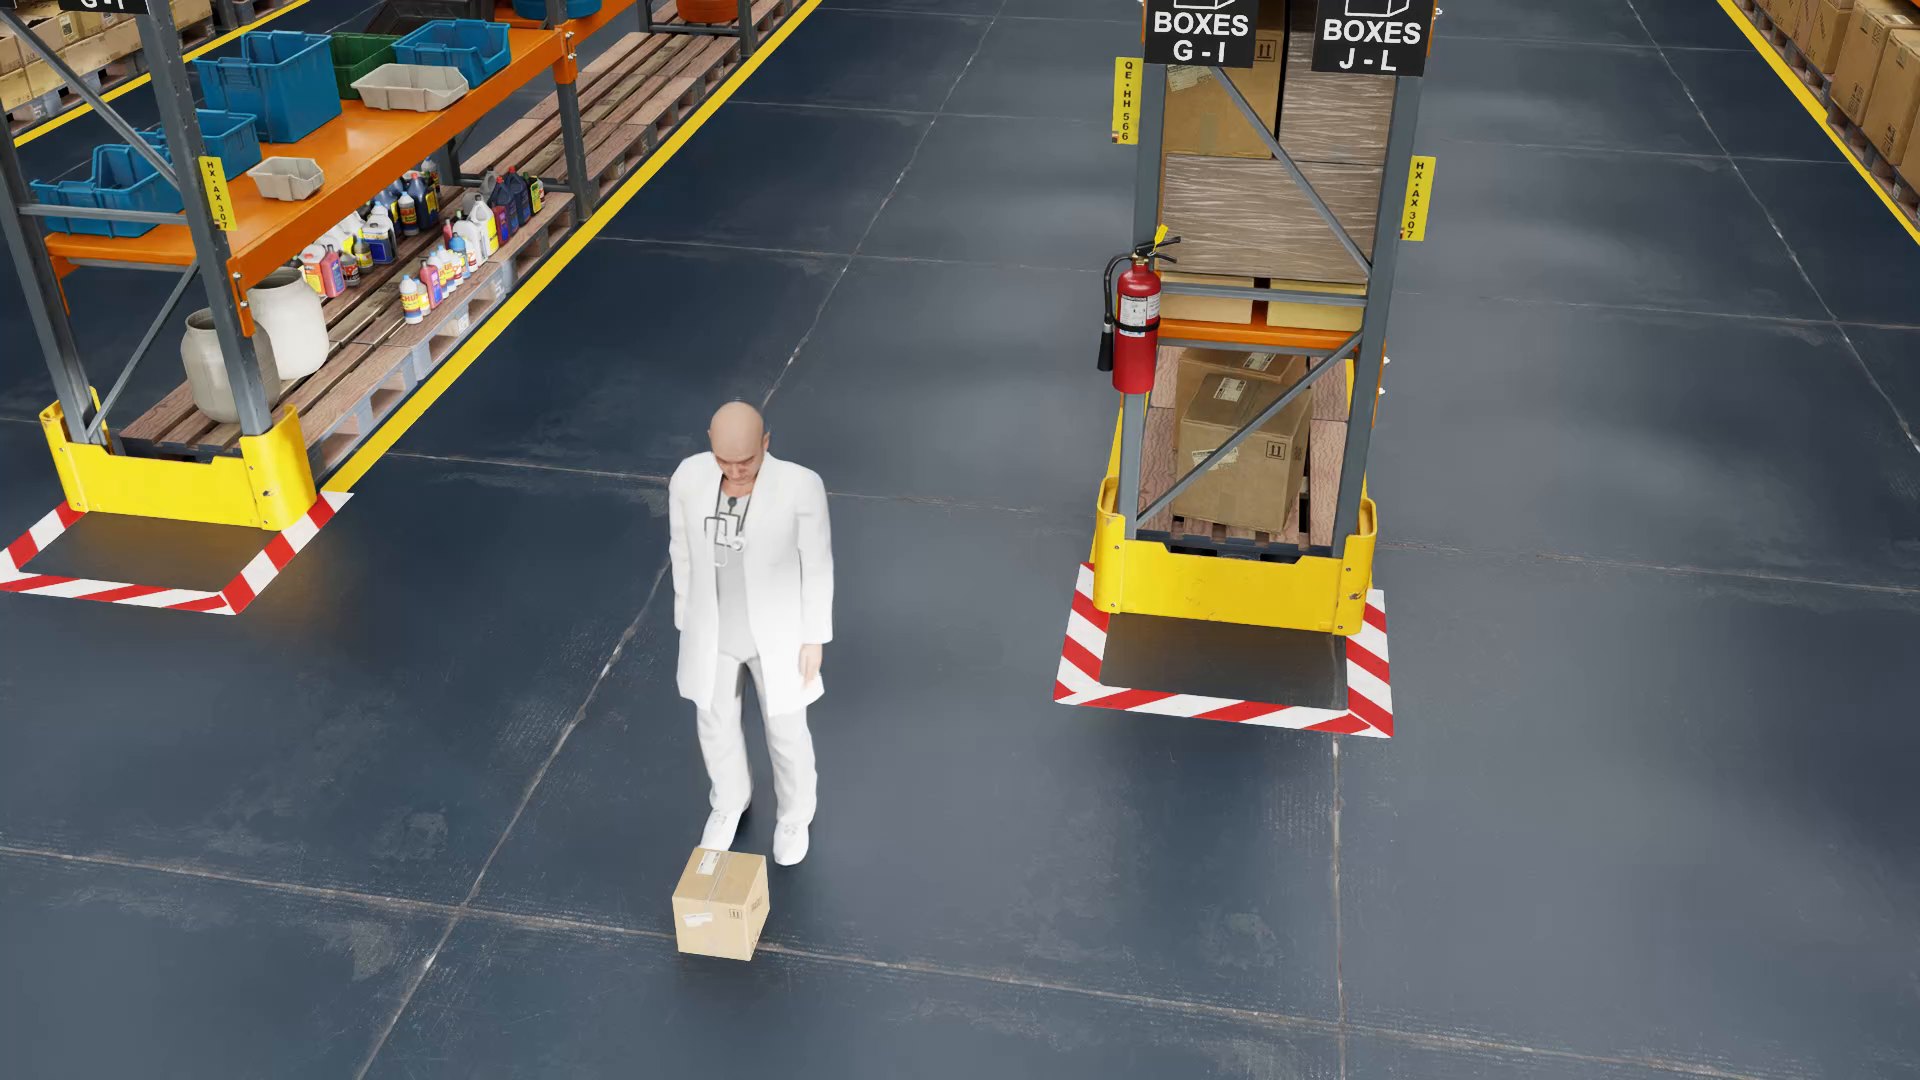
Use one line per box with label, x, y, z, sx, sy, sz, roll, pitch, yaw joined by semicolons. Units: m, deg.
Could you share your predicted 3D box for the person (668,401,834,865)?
person;-0.703;0.326;5.646;0.560;1.770;0.381;6;32;9
